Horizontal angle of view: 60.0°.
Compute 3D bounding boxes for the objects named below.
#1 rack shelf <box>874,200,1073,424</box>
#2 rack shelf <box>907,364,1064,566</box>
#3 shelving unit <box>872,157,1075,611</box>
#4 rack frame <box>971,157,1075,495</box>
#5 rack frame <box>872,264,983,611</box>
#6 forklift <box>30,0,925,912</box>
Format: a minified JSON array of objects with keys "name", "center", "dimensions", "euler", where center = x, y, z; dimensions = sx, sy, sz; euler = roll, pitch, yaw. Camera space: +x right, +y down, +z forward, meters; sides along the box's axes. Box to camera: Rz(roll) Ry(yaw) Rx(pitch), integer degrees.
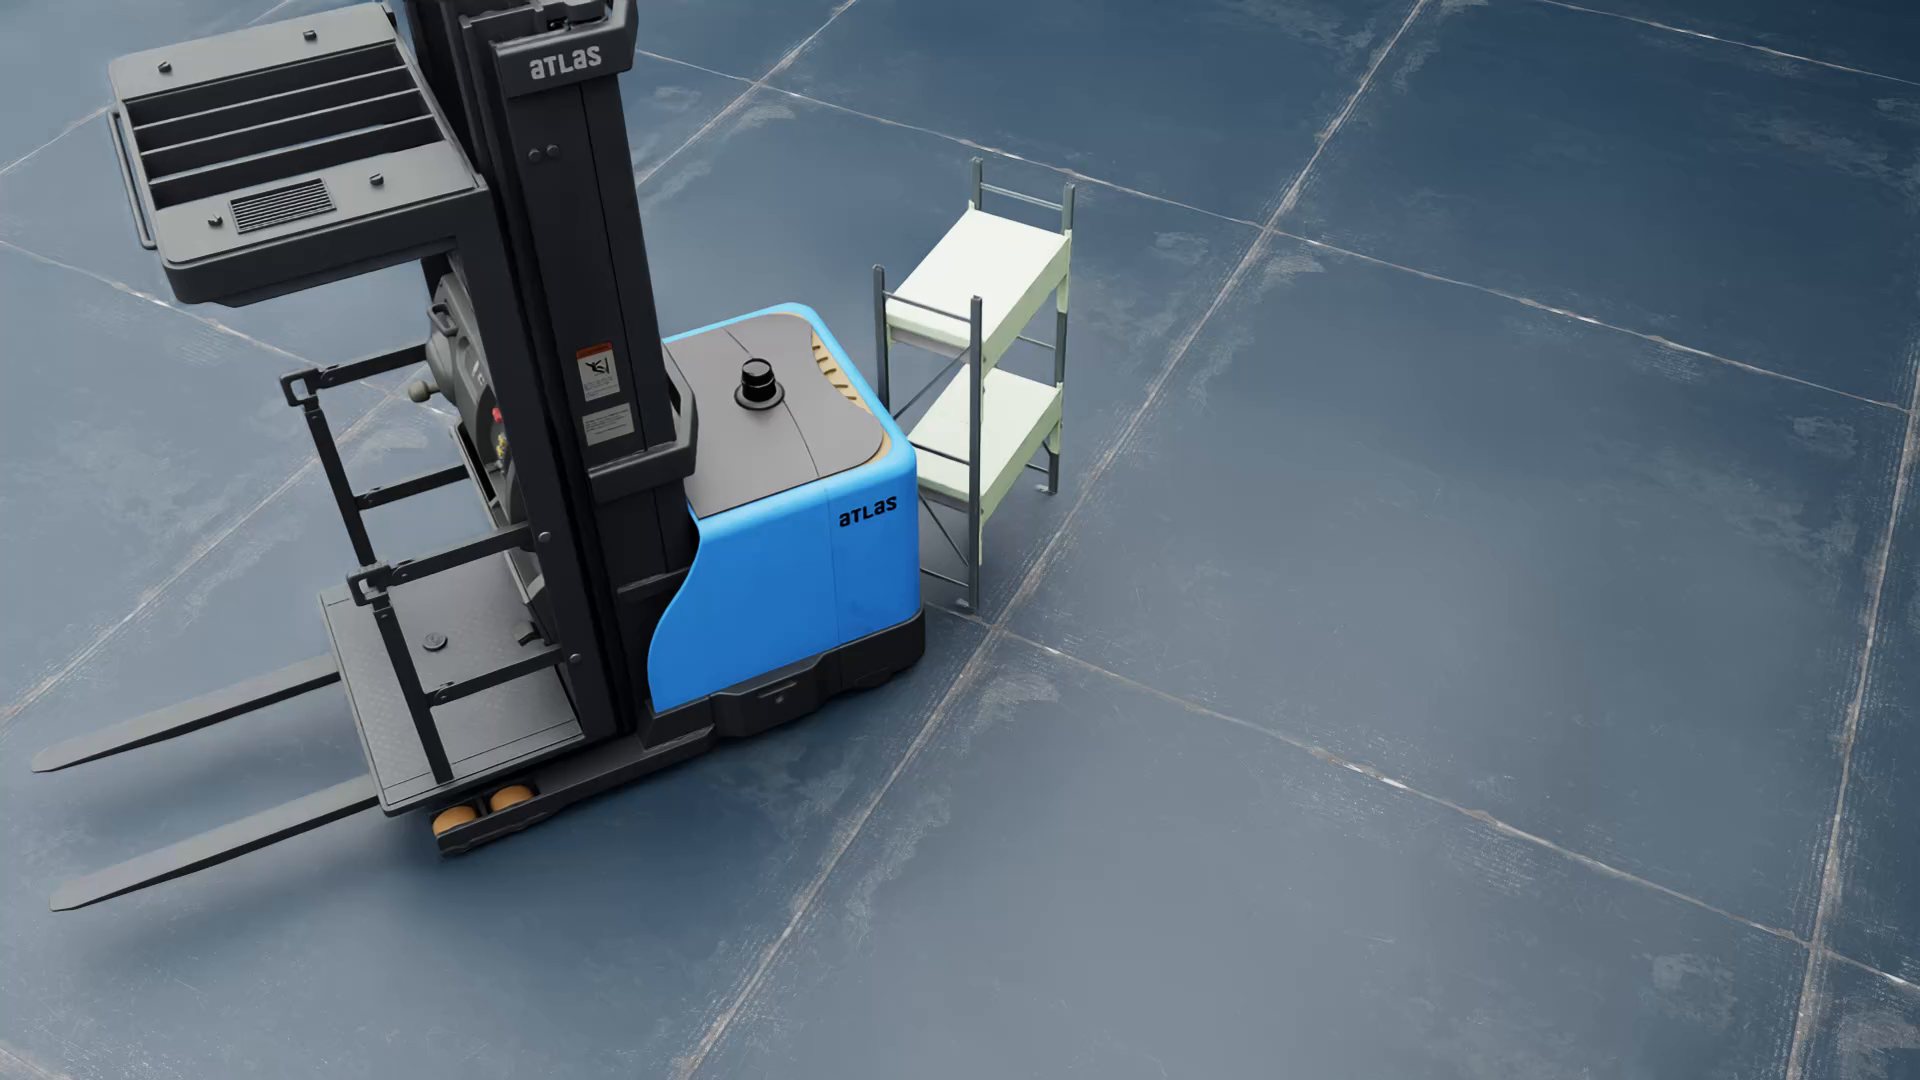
[{"name":"rack shelf","center":[0.057,-0.828,5.965],"dimensions":[0.431,0.370,0.720],"euler":[20,49,19]},{"name":"rack shelf","center":[0.057,-0.325,6.475],"dimensions":[0.431,0.370,0.720],"euler":[20,49,19]},{"name":"shelving unit","center":[0.057,-0.554,6.243],"dimensions":[0.431,1.500,0.755],"euler":[20,49,19]},{"name":"rack frame","center":[0.224,-0.786,6.472],"dimensions":[0.400,1.500,0.023],"euler":[20,49,19]},{"name":"rack frame","center":[-0.109,-0.322,6.014],"dimensions":[0.400,1.500,0.023],"euler":[20,49,19]},{"name":"forklift","center":[-1.682,-0.393,5.078],"dimensions":[3.031,2.935,1.130],"euler":[-20,49,-18]}]
